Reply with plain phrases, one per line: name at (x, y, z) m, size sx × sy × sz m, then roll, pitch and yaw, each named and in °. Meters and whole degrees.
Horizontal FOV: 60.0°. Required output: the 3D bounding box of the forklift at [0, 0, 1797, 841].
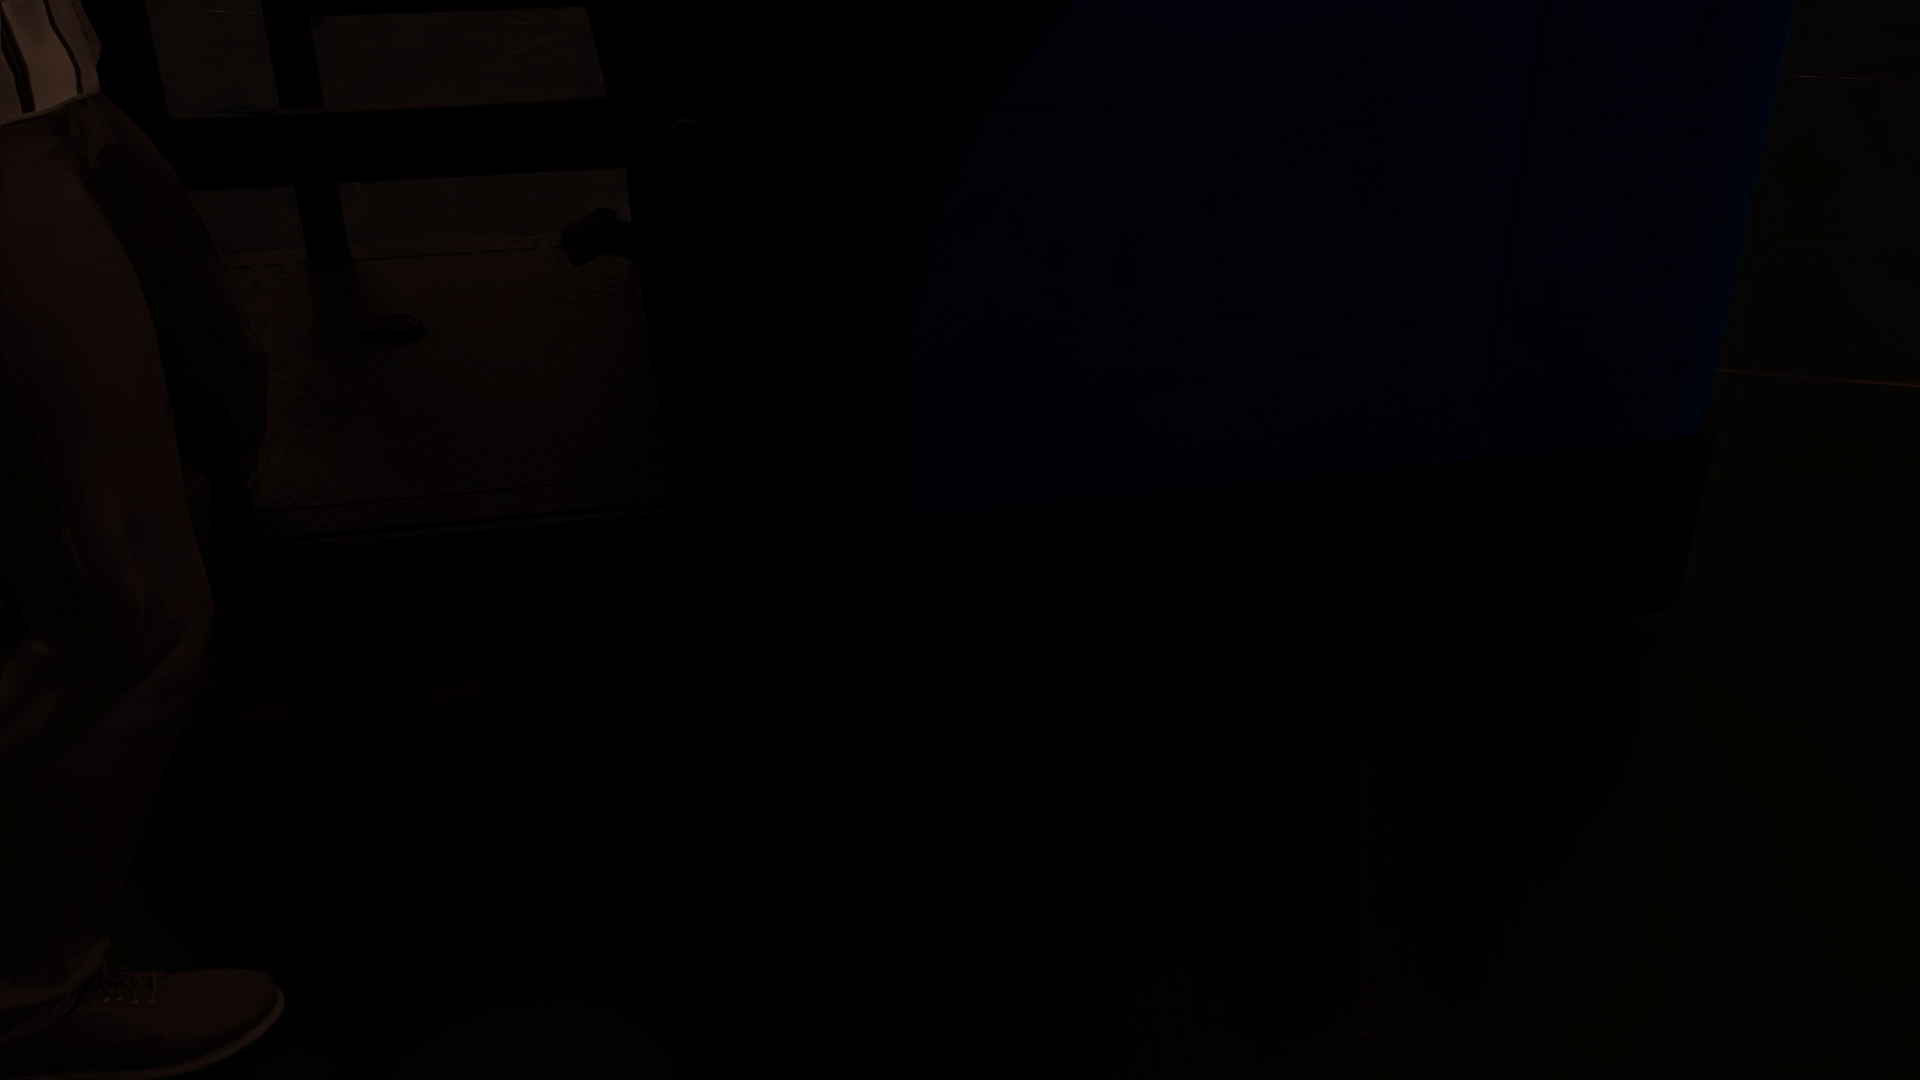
forklift at (-0.610, -1.237, 1.698) m, size 3.031 × 2.935 × 1.130 m, roll -6°, pitch 27°, yaw -11°

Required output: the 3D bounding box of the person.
person at (-0.778, -0.314, 1.331) m, size 0.421 × 1.635 × 0.802 m, roll -11°, pitch 29°, yaw -22°
